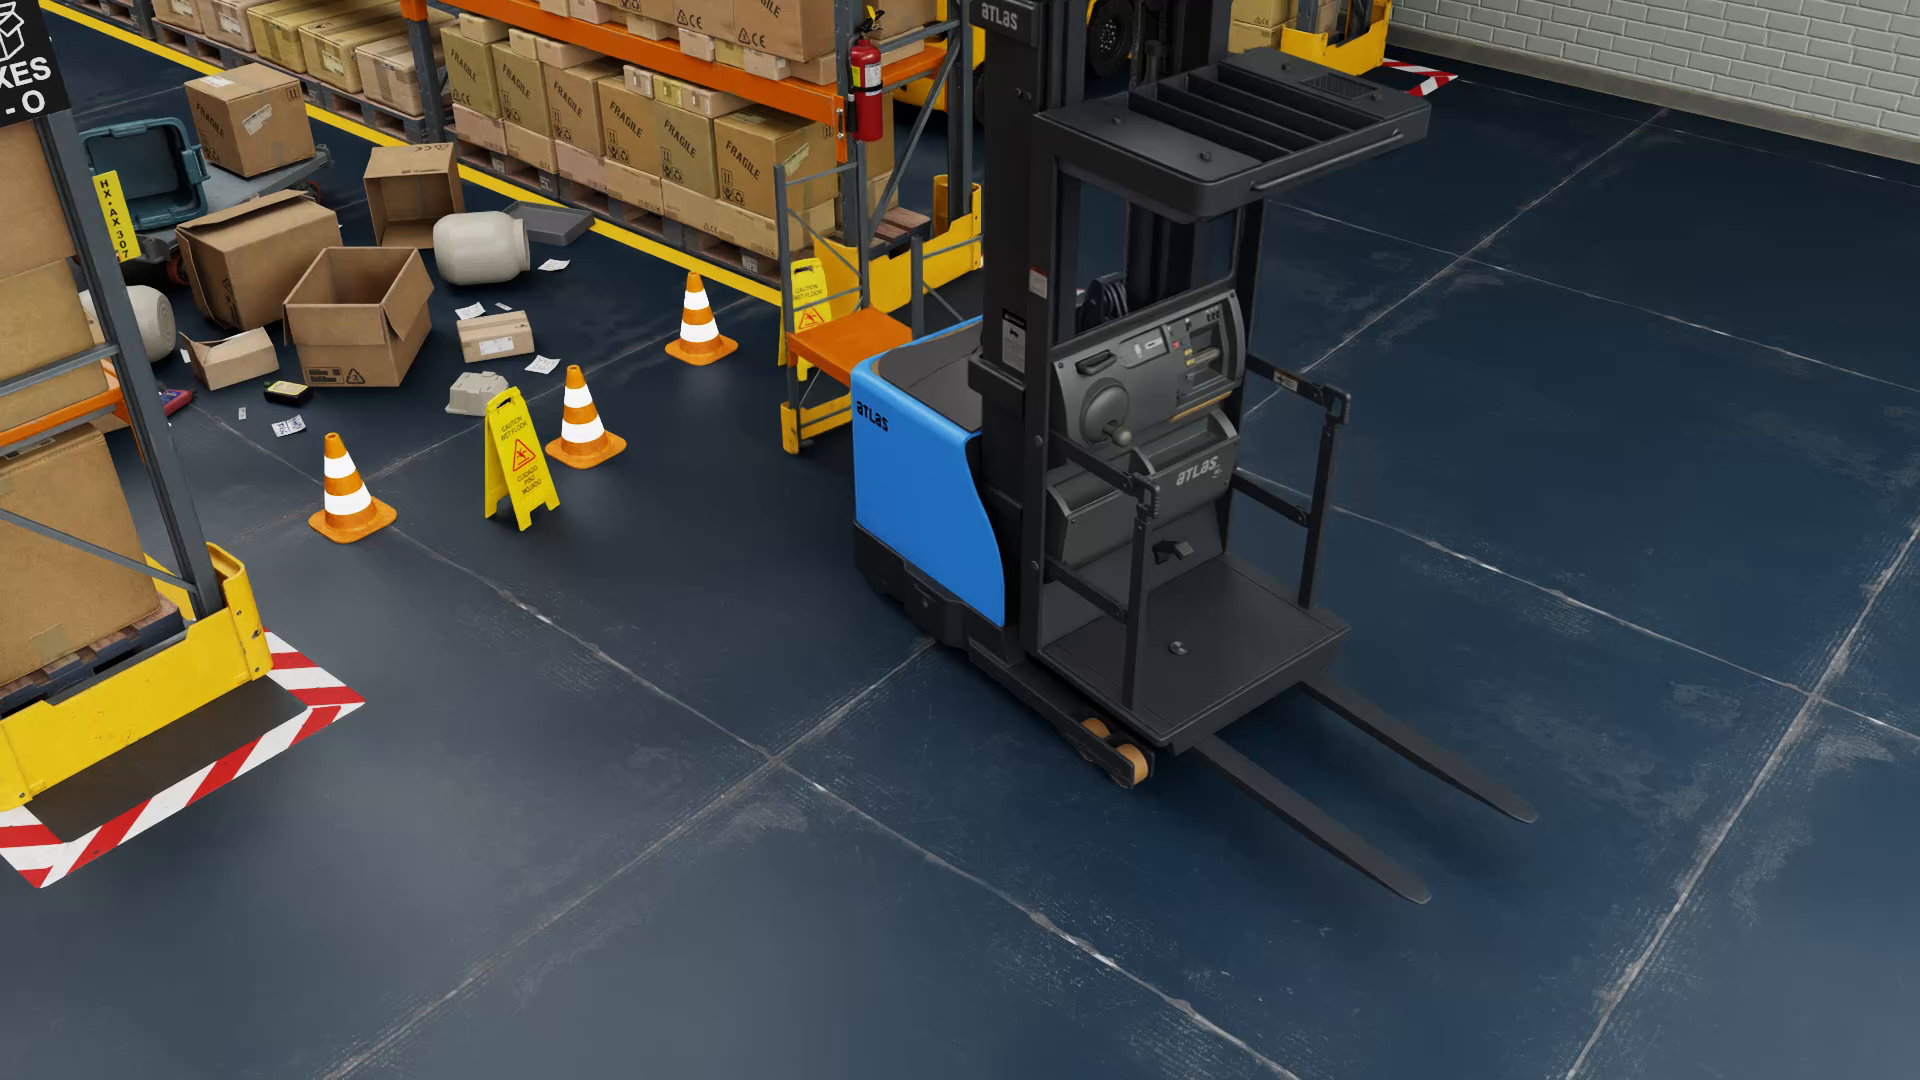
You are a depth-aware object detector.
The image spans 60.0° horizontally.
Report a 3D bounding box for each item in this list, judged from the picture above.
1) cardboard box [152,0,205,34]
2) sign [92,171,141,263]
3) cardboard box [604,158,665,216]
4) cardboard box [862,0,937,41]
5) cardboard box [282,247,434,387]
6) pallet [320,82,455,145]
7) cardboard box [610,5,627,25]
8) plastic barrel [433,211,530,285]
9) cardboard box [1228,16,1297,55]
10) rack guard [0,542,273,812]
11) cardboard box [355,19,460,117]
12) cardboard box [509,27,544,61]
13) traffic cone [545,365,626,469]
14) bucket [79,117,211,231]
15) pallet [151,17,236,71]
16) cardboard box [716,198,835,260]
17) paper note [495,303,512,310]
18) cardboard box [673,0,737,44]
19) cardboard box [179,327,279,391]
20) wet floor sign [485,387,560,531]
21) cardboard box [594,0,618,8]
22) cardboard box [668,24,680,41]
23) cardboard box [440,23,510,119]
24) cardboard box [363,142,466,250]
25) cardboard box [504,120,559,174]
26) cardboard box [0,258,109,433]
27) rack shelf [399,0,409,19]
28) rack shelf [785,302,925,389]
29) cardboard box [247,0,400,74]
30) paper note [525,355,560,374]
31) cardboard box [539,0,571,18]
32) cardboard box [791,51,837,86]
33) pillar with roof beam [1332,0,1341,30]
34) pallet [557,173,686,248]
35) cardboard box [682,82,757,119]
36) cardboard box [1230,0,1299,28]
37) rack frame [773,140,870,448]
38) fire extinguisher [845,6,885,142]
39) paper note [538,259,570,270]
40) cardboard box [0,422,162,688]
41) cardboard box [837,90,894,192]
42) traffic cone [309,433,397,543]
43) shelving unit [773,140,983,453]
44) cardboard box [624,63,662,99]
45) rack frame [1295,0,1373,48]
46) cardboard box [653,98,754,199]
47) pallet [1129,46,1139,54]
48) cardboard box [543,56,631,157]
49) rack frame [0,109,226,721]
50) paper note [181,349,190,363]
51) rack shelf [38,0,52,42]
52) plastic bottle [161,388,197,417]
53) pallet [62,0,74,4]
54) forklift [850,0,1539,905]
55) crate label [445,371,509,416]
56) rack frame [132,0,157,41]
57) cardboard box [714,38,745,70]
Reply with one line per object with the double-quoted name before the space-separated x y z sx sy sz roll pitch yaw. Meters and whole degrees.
"cardboard box" -6.011 -4.492 13.592 0.625 0.372 0.950 22 40 29
"sign" -3.020 -1.152 5.943 0.005 0.325 0.100 25 42 32
"cardboard box" -1.882 -2.307 10.518 0.500 0.250 0.500 24 41 30
"cardboard box" -0.477 -3.170 9.365 0.500 0.500 0.500 25 41 31
"cardboard box" -3.260 -1.219 9.081 0.637 0.503 0.797 0 34 0
"pallet" -3.964 -3.294 12.361 1.213 0.211 1.003 25 42 32
"cardboard box" -1.877 -3.215 10.003 0.250 0.149 0.380 25 42 32
"plastic barrel" -2.846 -1.741 9.911 0.512 0.421 0.421 -6 35 -8
"cardboard box" 2.319 -3.947 12.905 0.500 0.250 0.500 26 42 32
"rack guard" -3.361 0.516 6.557 0.348 0.500 1.175 25 42 32
"cardboard box" -3.769 -3.441 12.061 0.625 0.372 0.950 26 42 32
"cardboard box" -2.630 -3.191 10.569 0.250 0.149 0.380 27 43 33
"traffic cone" -1.895 -0.656 8.297 0.334 0.463 0.336 25 42 32
"bucket" -4.874 -2.203 9.857 0.726 0.611 0.620 -18 28 -25
"pallet" -5.839 -4.178 13.647 1.213 0.211 1.003 25 42 32
"cardboard box" -1.102 -1.938 9.980 0.500 0.250 0.500 25 42 32
"paper note" -2.672 -1.366 9.730 0.123 0.001 0.032 25 42 32
"cardboard box" -1.266 -3.138 9.318 0.500 0.500 0.500 25 42 32
"cardboard box" -3.954 -1.024 9.006 0.396 0.266 0.258 -26 42 -32
"wet floor sign" -2.091 -0.404 7.768 0.232 0.644 0.267 18 38 24
"cardboard box" -2.025 -3.512 9.863 0.500 0.500 0.500 26 42 32
"cardboard box" -1.488 -3.032 9.737 0.250 0.149 0.380 26 42 32
"cardboard box" -3.084 -3.180 11.126 0.500 0.500 0.500 27 43 34
"cardboard box" -3.412 -2.153 10.441 0.500 0.500 0.500 -6 35 -8
"cardboard box" -2.666 -2.682 11.064 0.500 0.250 0.500 28 43 34
"cardboard box" -3.694 -0.700 5.987 0.550 0.550 0.875 25 42 32
"rack shelf" -4.901 -4.590 12.420 4.000 0.370 1.077 25 42 32
"rack shelf" -0.328 -0.803 7.913 0.538 0.185 1.000 -25 42 -32
"cardboard box" -4.859 -3.951 12.804 0.625 0.372 0.950 27 43 33
"paper note" -2.290 -0.966 9.130 0.142 0.019 0.148 12 36 16
"cardboard box" -2.350 -3.338 10.183 0.250 0.149 0.380 25 42 32
"cardboard box" -0.715 -2.652 9.185 0.250 0.149 0.380 27 43 33
"pillar with roof beam" 0.170 -6.119 8.711 0.400 9.000 9.100 25 42 32
"pallet" -1.884 -2.343 10.976 1.213 0.211 1.003 25 42 32
"cardboard box" -1.398 -2.610 9.724 0.250 0.149 0.380 27 43 33
"cardboard box" 2.309 -4.161 12.775 0.500 0.250 0.500 25 41 31
"rack frame" -0.651 -1.174 8.135 0.500 1.500 0.032 -25 42 -32
"fire extinguisher" -0.497 -2.440 8.721 0.183 0.674 0.296 25 42 32
"paper note" -2.485 -1.688 10.181 0.148 0.019 0.142 12 36 16
"cardboard box" -3.943 -0.038 6.661 0.875 0.875 0.875 26 42 32
"cardboard box" -0.752 -2.483 10.112 0.500 0.500 0.500 24 41 30
"traffic cone" -2.879 -0.288 7.760 0.334 0.463 0.336 25 42 32
"shelving unit" -0.334 -0.956 7.817 0.587 1.500 1.083 -25 42 -32
"cardboard box" -1.791 -2.799 9.998 0.250 0.149 0.380 27 43 34
"rack frame" 2.883 -4.875 12.198 0.127 3.000 1.000 25 42 32
"cardboard box" -1.476 -2.427 10.029 0.500 0.500 0.500 27 43 33
"pallet" 1.335 -4.426 14.008 1.213 0.211 1.003 25 42 32
"cardboard box" -2.267 -2.803 10.577 0.500 0.500 0.500 28 43 34
"rack frame" -3.380 -0.523 5.863 0.127 3.000 1.000 25 42 32
"paper note" -4.239 -1.049 9.258 0.172 0.023 0.155 -18 38 -25
"rack shelf" -4.917 -2.188 6.272 4.000 0.370 1.077 25 42 32
"plastic bottle" -4.160 -0.728 8.756 0.133 0.061 0.283 12 36 16
"pallet" -7.930 -5.222 15.168 1.213 0.211 1.003 25 42 32
"forklift" 0.847 -0.584 6.011 1.130 2.935 3.031 -25 42 -32
"crate label" -2.539 -0.780 8.765 0.298 0.136 0.250 6 35 8
"rack frame" -6.439 -5.611 13.271 0.127 3.000 1.000 25 42 32
"cardboard box" -1.164 -2.798 9.397 0.250 0.149 0.380 24 41 31
